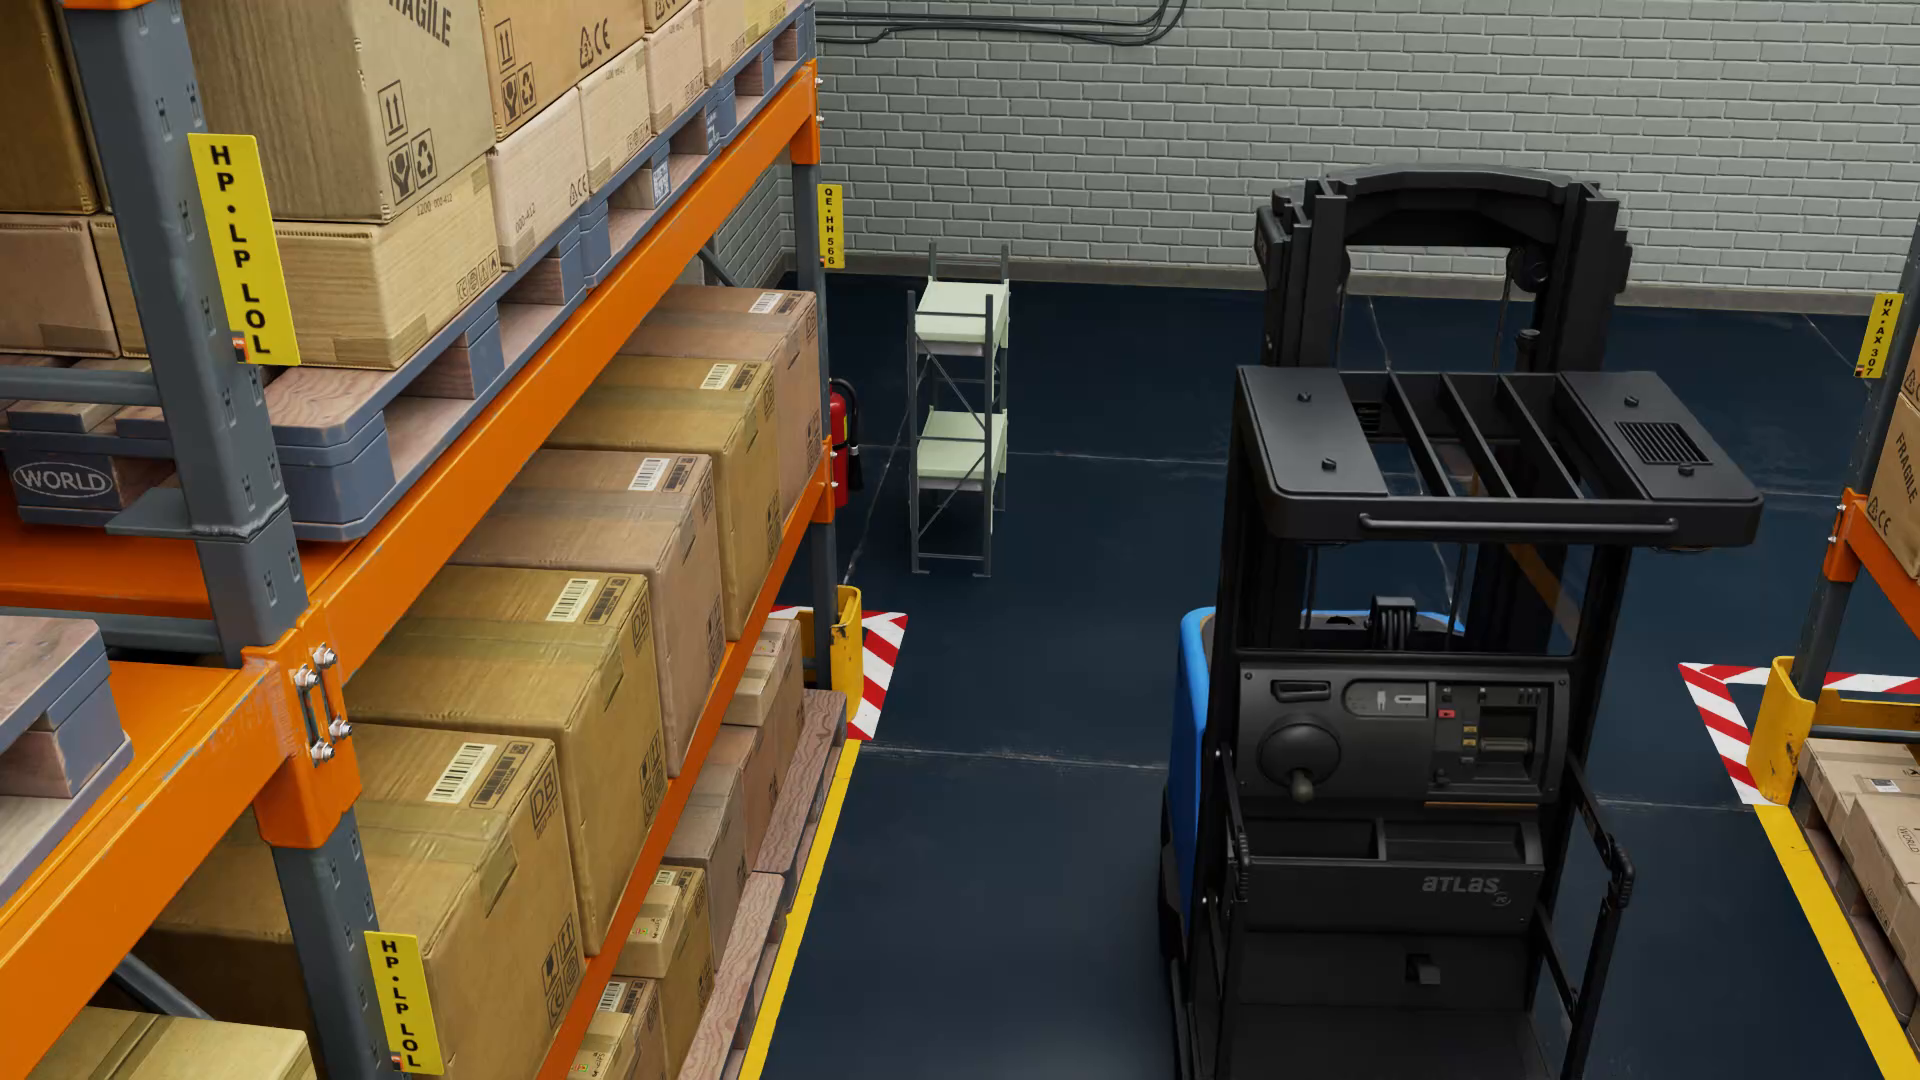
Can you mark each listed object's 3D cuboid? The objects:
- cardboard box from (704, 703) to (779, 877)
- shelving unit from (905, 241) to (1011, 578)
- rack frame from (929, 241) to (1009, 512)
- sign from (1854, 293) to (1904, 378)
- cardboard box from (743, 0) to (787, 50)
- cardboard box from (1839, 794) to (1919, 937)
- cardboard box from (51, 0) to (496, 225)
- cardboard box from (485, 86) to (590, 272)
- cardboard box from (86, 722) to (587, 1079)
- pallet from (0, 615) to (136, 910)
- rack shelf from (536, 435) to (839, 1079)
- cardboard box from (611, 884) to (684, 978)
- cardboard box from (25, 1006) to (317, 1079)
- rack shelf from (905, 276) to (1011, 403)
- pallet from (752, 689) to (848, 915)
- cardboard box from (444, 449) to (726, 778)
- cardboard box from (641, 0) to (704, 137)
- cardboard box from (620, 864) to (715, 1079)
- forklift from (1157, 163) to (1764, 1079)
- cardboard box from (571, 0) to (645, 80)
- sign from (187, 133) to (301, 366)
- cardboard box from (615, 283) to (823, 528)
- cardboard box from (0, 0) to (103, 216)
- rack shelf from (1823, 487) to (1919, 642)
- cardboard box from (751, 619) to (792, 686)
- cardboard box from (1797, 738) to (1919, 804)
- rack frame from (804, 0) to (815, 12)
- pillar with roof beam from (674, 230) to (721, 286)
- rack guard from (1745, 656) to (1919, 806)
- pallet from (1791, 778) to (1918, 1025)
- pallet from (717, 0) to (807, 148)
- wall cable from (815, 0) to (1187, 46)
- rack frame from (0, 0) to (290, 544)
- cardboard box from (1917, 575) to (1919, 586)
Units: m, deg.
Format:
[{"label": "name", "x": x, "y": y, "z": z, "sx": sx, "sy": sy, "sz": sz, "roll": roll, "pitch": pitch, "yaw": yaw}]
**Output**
[{"label": "cardboard box", "x": -1.079, "y": 0.870, "z": 6.165, "sx": 0.700, "sy": 0.500, "sz": 0.500, "roll": 3, "pitch": 28, "yaw": 6}, {"label": "shelving unit", "x": -0.001, "y": -0.657, "z": 8.388, "sx": 0.431, "sy": 1.500, "sz": 0.755, "roll": 3, "pitch": 28, "yaw": 6}, {"label": "rack frame", "x": 0.044, "y": -0.829, "z": 8.708, "sx": 0.400, "sy": 1.500, "sz": 0.023, "roll": 3, "pitch": 28, "yaw": 6}, {"label": "sign", "x": 3.347, "y": -0.742, "z": 6.053, "sx": 0.100, "sy": 0.325, "sz": 0.005, "roll": 3, "pitch": 28, "yaw": 6}, {"label": "cardboard box", "x": -0.857, "y": -1.739, "z": 5.263, "sx": 0.500, "sy": 0.250, "sz": 0.500, "roll": 4, "pitch": 29, "yaw": 8}, {"label": "cardboard box", "x": 3.477, "y": 1.162, "z": 5.866, "sx": 0.500, "sy": 0.250, "sz": 0.500, "roll": 3, "pitch": 28, "yaw": 6}, {"label": "cardboard box", "x": -1.155, "y": -0.866, "z": 2.852, "sx": 0.500, "sy": 0.500, "sz": 0.500, "roll": 3, "pitch": 28, "yaw": 6}, {"label": "cardboard box", "x": -1.098, "y": -0.766, "z": 3.456, "sx": 0.500, "sy": 0.250, "sz": 0.500, "roll": 3, "pitch": 28, "yaw": 5}, {"label": "cardboard box", "x": -1.438, "y": 0.880, "z": 3.637, "sx": 0.980, "sy": 0.700, "sz": 0.700, "roll": 4, "pitch": 29, "yaw": 7}, {"label": "pallet", "x": -1.584, "y": 0.465, "z": 1.763, "sx": 0.805, "sy": 0.209, "sz": 1.217, "roll": 2, "pitch": 28, "yaw": 4}, {"label": "rack shelf", "x": -1.276, "y": 0.642, "z": 5.154, "sx": 1.077, "sy": 0.370, "sz": 4.000, "roll": 3, "pitch": 28, "yaw": 6}, {"label": "cardboard box", "x": -1.041, "y": 1.154, "z": 4.953, "sx": 0.380, "sy": 0.149, "sz": 0.250, "roll": 3, "pitch": 28, "yaw": 5}, {"label": "cardboard box", "x": -1.324, "y": 0.988, "z": 2.523, "sx": 0.500, "sy": 0.250, "sz": 0.500, "roll": 4, "pitch": 29, "yaw": 7}, {"label": "rack shelf", "x": -0.001, "y": -1.001, "z": 8.203, "sx": 0.431, "sy": 0.370, "sz": 0.720, "roll": 3, "pitch": 28, "yaw": 6}, {"label": "pallet", "x": -1.051, "y": 0.993, "z": 6.685, "sx": 1.003, "sy": 0.211, "sz": 1.213, "roll": 3, "pitch": 28, "yaw": 6}, {"label": "cardboard box", "x": -1.264, "y": 0.194, "z": 4.911, "sx": 0.980, "sy": 0.700, "sz": 0.700, "roll": 2, "pitch": 28, "yaw": 4}, {"label": "cardboard box", "x": -0.979, "y": -1.249, "z": 4.353, "sx": 0.500, "sy": 0.250, "sz": 0.500, "roll": 3, "pitch": 28, "yaw": 5}, {"label": "cardboard box", "x": -1.198, "y": 1.359, "z": 5.258, "sx": 0.700, "sy": 0.500, "sz": 0.500, "roll": 4, "pitch": 29, "yaw": 7}, {"label": "forklift", "x": 1.253, "y": 0.599, "z": 4.549, "sx": 1.130, "sy": 2.935, "sz": 3.031, "roll": 1, "pitch": 28, "yaw": 2}, {"label": "cardboard box", "x": -1.043, "y": -1.341, "z": 3.733, "sx": 0.500, "sy": 0.500, "sz": 0.500, "roll": 4, "pitch": 29, "yaw": 7}, {"label": "sign", "x": -0.981, "y": -0.393, "z": 2.277, "sx": 0.100, "sy": 0.325, "sz": 0.005, "roll": 3, "pitch": 28, "yaw": 6}, {"label": "cardboard box", "x": -1.083, "y": -0.507, "z": 6.213, "sx": 0.980, "sy": 0.700, "sz": 0.700, "roll": 5, "pitch": 29, "yaw": 9}, {"label": "cardboard box", "x": -1.667, "y": -0.889, "z": 2.894, "sx": 0.500, "sy": 0.500, "sz": 0.500, "roll": 3, "pitch": 28, "yaw": 6}, {"label": "rack shelf", "x": 3.641, "y": 0.928, "z": 4.623, "sx": 1.077, "sy": 0.370, "sz": 4.000, "roll": 3, "pitch": 28, "yaw": 6}, {"label": "cardboard box", "x": -0.852, "y": 0.420, "z": 6.316, "sx": 0.380, "sy": 0.149, "sz": 0.250, "roll": 3, "pitch": 28, "yaw": 6}, {"label": "cardboard box", "x": 3.494, "y": 0.909, "z": 6.443, "sx": 0.380, "sy": 0.149, "sz": 0.250, "roll": 3, "pitch": 28, "yaw": 6}, {"label": "rack frame", "x": -1.031, "y": -3.257, "z": 5.308, "sx": 1.000, "sy": 3.000, "sz": 0.127, "roll": 3, "pitch": 28, "yaw": 6}, {"label": "pillar with roof beam", "x": 2.714, "y": -4.328, "z": 7.296, "sx": 9.100, "sy": 9.000, "sz": 0.400, "roll": 3, "pitch": 28, "yaw": 6}, {"label": "rack guard", "x": 3.877, "y": 0.806, "z": 6.726, "sx": 1.175, "sy": 0.500, "sz": 0.348, "roll": 3, "pitch": 28, "yaw": 6}, {"label": "pallet", "x": 3.780, "y": 1.309, "z": 6.098, "sx": 1.003, "sy": 0.211, "sz": 1.213, "roll": 3, "pitch": 28, "yaw": 6}, {"label": "pallet", "x": -1.111, "y": -1.548, "z": 5.391, "sx": 1.003, "sy": 0.211, "sz": 1.213, "roll": 3, "pitch": 28, "yaw": 6}, {"label": "wall cable", "x": 0.017, "y": -4.532, "z": 10.948, "sx": 3.097, "sy": 2.526, "sz": 0.112, "roll": 3, "pitch": 28, "yaw": 6}, {"label": "rack frame", "x": -1.521, "y": -1.374, "z": 1.813, "sx": 1.000, "sy": 3.000, "sz": 0.127, "roll": 3, "pitch": 28, "yaw": 6}, {"label": "cardboard box", "x": 3.512, "y": 0.063, "z": 5.365, "sx": 0.500, "sy": 0.500, "sz": 0.500, "roll": 3, "pitch": 28, "yaw": 6}]
